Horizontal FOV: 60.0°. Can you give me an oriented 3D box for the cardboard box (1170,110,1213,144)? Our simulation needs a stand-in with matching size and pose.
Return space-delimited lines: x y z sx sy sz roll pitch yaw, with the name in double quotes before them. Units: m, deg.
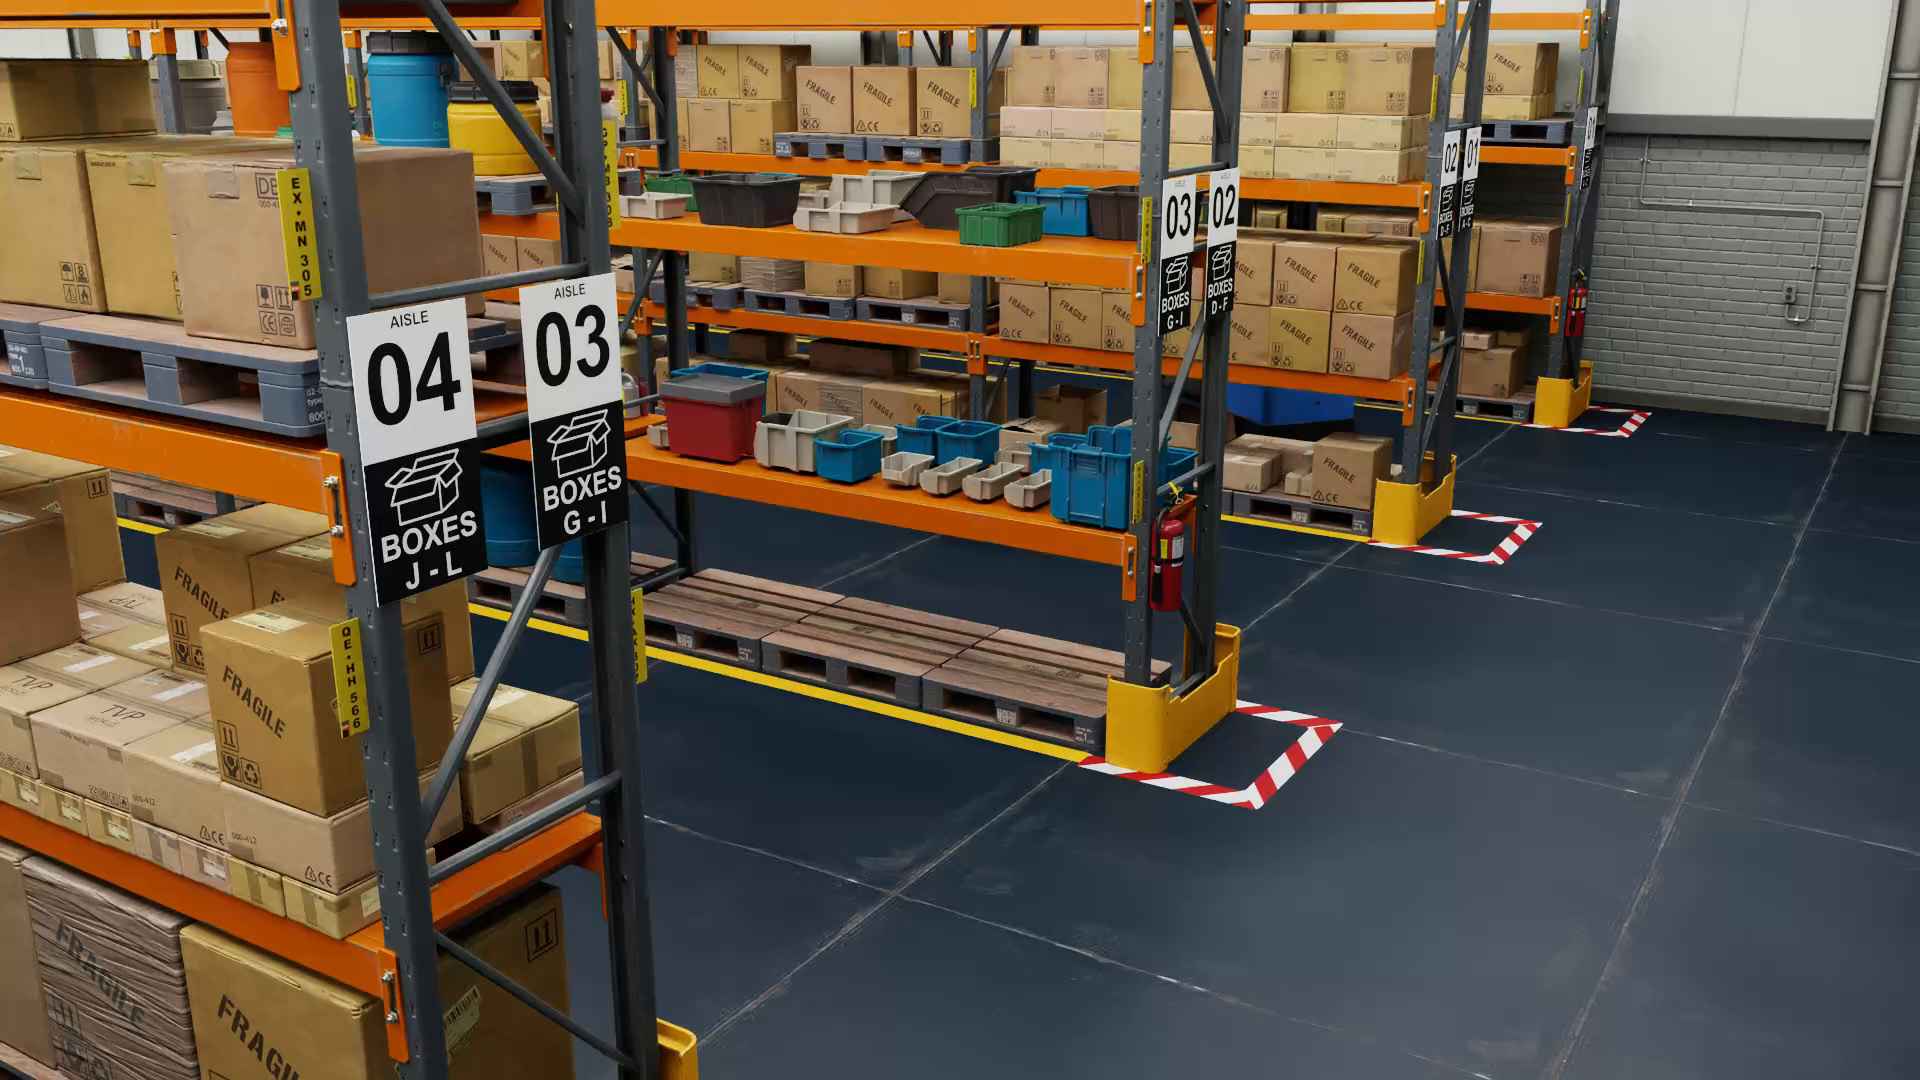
"cardboard box" 1.959 -3.383 13.595 0.500 0.250 0.500 10 20 30

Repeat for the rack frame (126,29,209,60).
"rack frame" -9.824 -6.842 20.424 0.127 3.000 1.000 10 20 30

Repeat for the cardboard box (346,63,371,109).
"cardboard box" -6.707 -5.256 19.228 0.500 0.500 0.500 12 21 35

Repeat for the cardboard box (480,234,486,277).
"cardboard box" -5.321 -3.210 18.617 0.500 0.500 0.500 12 21 34

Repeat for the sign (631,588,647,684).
"sign" -1.082 0.326 5.521 0.005 0.325 0.100 10 20 30

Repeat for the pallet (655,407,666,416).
"pallet" -2.391 -1.298 17.290 1.213 0.211 1.003 10 20 30

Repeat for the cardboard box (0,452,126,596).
"cardboard box" -3.830 -0.042 6.815 0.500 0.500 0.500 10 20 31

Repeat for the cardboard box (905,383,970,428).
"cardboard box" -0.169 -1.165 15.600 0.500 0.500 0.500 10 20 30

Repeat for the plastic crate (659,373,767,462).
"plastic crate" -1.565 -0.782 10.580 0.583 0.464 0.402 10 20 30

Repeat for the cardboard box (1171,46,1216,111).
"cardboard box" 2.123 -3.819 13.741 0.500 0.500 0.700 10 20 30

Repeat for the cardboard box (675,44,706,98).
"cardboard box" -2.639 -4.649 16.470 0.500 0.500 0.500 10 20 30

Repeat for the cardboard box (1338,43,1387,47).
"cardboard box" 4.316 -5.017 17.648 0.500 0.500 0.500 10 20 30

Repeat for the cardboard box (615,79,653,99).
"cardboard box" -4.388 -6.099 22.933 0.500 0.500 0.500 11 20 32

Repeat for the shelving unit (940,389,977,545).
"shelving unit" -0.012 -0.576 13.214 0.189 1.200 0.258 10 20 30

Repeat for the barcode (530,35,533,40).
"barcode" -6.368 -7.464 24.706 0.075 0.075 0.001 10 20 30

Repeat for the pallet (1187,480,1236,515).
"pallet" 2.030 -0.522 14.737 1.213 0.211 1.003 10 20 30

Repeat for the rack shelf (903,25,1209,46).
"rack shelf" 1.286 -6.013 19.620 4.000 0.370 1.077 10 20 30

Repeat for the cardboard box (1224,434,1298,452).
"cardboard box" 2.643 -0.738 14.624 0.500 0.250 0.500 10 20 30

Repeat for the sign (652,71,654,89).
"sign" -4.104 -6.138 22.376 0.005 0.325 0.100 10 20 30

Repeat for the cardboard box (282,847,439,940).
"cardboard box" -1.853 1.062 5.155 0.250 0.149 0.380 11 20 31

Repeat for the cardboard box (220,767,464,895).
"cardboard box" -1.930 0.836 5.214 0.500 0.250 0.500 10 19 29

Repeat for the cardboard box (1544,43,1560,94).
"cardboard box" 5.903 -4.907 17.288 0.500 0.500 0.500 9 19 28

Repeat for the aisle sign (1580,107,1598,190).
"aisle sign" 6.303 -3.924 16.666 0.004 0.787 0.394 10 20 30

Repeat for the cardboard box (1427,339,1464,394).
"cardboard box" 5.324 -1.928 18.146 0.500 0.500 0.700 10 20 30

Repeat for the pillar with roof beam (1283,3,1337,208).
"pillar with roof beam" 1.787 -5.286 15.300 0.400 9.000 9.100 10 20 30

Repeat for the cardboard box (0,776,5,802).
"cardboard box" -3.379 0.791 6.050 0.250 0.149 0.380 9 19 28

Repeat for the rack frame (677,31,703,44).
"rack frame" -3.826 -7.461 22.462 0.127 3.000 1.000 10 20 30

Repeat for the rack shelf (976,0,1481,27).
"rack shelf" 2.106 -4.367 13.518 4.000 0.370 1.077 10 20 30

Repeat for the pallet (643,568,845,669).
"pallet" -1.547 0.516 11.319 1.213 0.211 1.003 10 20 30

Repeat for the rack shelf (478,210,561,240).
"rack shelf" -3.898 -2.316 11.920 4.000 0.370 1.077 10 20 30

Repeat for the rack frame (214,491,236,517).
"rack frame" -5.603 -1.529 13.253 0.127 3.000 1.000 10 20 30

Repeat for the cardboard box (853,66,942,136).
"cardboard box" -0.571 -4.069 15.389 0.600 0.600 0.600 10 19 29

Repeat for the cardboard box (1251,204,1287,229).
"cardboard box" 3.444 -3.431 18.999 0.700 0.700 0.980 10 20 31

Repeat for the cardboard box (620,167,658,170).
"cardboard box" -4.556 -5.090 23.911 0.500 0.500 0.500 10 20 30

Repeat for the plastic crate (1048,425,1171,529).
"plastic crate" 0.831 -0.362 9.249 0.499 0.435 0.616 10 20 30

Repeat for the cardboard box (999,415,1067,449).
"cardboard box" 0.646 -0.953 15.227 0.500 0.311 0.500 10 20 30

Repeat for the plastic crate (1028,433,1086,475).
"plastic crate" 0.615 -0.480 9.984 0.300 0.233 0.416 10 20 30

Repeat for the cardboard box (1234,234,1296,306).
"cardboard box" 2.412 -2.218 13.631 0.500 0.500 0.500 11 20 32

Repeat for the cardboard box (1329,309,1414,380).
"cardboard box" 3.286 -1.587 13.272 0.500 0.500 0.500 11 20 32

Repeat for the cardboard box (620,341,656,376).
"cardboard box" -3.582 -1.927 17.608 0.500 0.311 0.500 11 20 31

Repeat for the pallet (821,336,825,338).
"pallet" -1.083 -2.767 22.128 1.213 0.211 1.003 10 20 30

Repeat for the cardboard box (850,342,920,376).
"cardboard box" -0.735 -1.806 16.419 0.500 0.250 0.500 10 20 30

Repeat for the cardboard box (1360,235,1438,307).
"cardboard box" 3.570 -2.197 13.561 0.500 0.500 0.500 11 20 32

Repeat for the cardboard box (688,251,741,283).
"cardboard box" -2.412 -2.936 16.991 0.500 0.500 0.700 4 17 12

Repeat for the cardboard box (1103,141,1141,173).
"cardboard box" 1.535 -3.221 13.922 0.500 0.250 0.500 10 20 30

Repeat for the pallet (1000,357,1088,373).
"pallet" 1.250 -2.324 20.668 1.213 0.211 1.003 10 20 30

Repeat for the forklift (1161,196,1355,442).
"forklift" 2.890 -2.658 17.090 1.130 2.935 3.031 -6 18 -19

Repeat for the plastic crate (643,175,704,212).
"plastic crate" -1.675 -2.265 10.879 0.662 0.188 0.450 10 20 30

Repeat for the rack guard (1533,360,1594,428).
"rack guard" 6.420 -1.566 17.676 0.348 0.500 1.175 10 20 30

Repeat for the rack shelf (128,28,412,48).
"rack shelf" -8.120 -6.003 19.585 4.000 0.370 1.077 10 20 30

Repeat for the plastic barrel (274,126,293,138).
"plastic barrel" -4.820 -2.873 12.061 0.294 0.245 0.294 0 17 0
